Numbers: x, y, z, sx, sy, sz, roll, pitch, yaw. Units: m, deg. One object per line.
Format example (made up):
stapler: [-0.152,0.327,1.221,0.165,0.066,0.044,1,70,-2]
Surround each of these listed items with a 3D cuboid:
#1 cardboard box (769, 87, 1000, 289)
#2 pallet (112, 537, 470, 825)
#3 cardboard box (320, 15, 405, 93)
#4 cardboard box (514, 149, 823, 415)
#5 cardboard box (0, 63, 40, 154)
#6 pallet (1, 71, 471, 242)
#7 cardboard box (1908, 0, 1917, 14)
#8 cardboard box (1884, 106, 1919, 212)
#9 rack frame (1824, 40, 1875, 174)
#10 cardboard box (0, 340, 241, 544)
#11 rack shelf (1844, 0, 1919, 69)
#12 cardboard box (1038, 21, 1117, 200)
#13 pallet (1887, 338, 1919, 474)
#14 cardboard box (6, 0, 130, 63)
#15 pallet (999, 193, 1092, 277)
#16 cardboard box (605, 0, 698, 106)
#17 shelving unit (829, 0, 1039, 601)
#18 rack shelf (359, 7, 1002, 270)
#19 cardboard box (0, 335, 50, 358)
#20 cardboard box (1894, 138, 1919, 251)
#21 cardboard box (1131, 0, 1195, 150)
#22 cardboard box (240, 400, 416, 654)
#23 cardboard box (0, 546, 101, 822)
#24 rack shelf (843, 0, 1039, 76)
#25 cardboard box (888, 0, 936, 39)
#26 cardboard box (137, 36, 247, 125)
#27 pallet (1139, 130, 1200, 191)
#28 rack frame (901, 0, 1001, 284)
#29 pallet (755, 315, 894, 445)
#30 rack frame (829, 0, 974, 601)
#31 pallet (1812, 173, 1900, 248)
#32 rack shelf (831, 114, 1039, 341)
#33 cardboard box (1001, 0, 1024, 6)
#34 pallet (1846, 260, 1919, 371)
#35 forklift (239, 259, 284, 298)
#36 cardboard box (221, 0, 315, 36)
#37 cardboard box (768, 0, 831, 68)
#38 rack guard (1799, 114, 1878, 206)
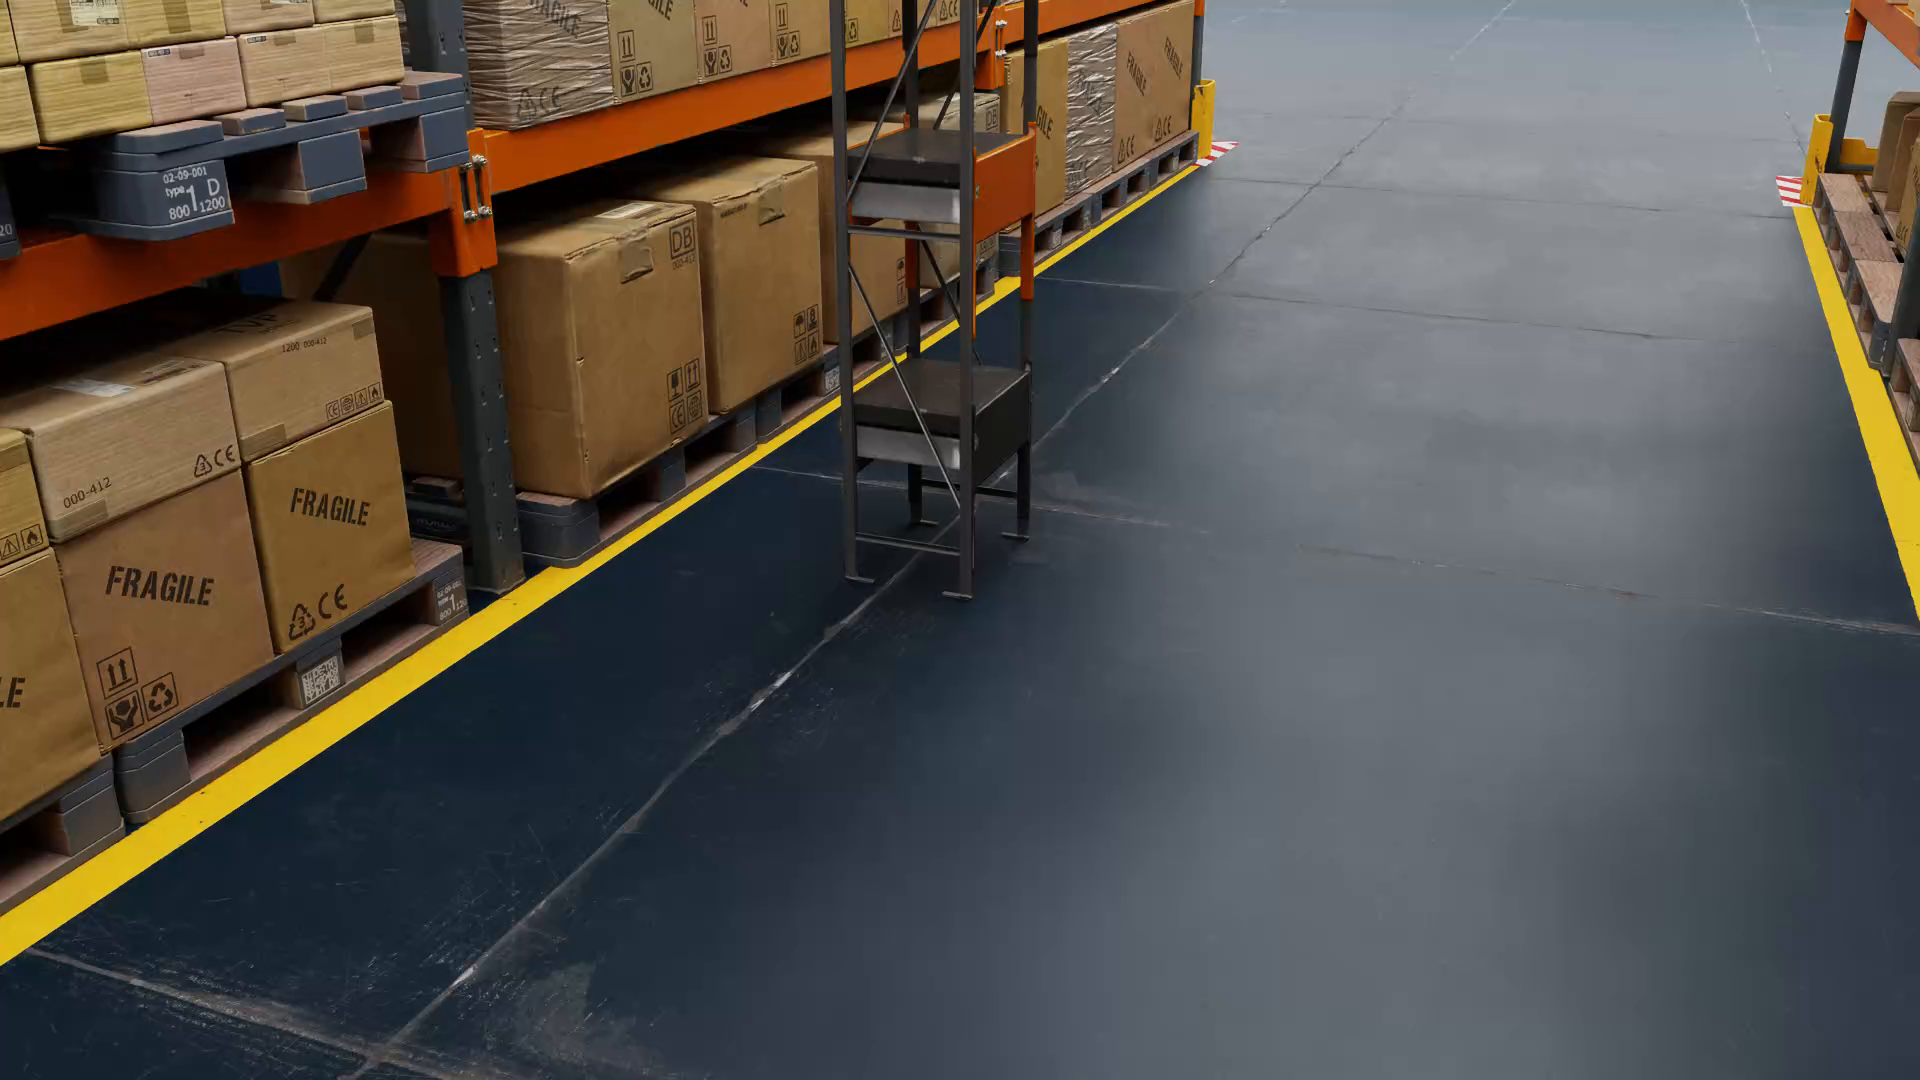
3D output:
cardboard box: [-0.439,-1.660,7.706,1.050,0.750,0.750,9,24,20]
pallet: [-2.069,0.258,4.358,1.003,0.211,1.213,9,24,20]
cardboard box: [-1.534,-1.143,3.876,0.380,0.149,0.250,9,24,21]
cardboard box: [-1.146,-0.982,6.083,1.050,0.750,0.750,9,24,21]
cardboard box: [-1.917,-0.777,3.000,0.380,0.149,0.250,8,24,18]
pallet: [-1.943,-0.949,3.879,1.213,0.211,1.003,9,24,20]
cardboard box: [4.654,-2.531,7.743,0.380,0.149,0.250,9,24,20]
cardboard box: [5.324,-2.025,8.904,0.500,0.500,0.500,16,28,34]
rack frame: [5.762,-3.424,9.556,1.000,3.000,0.127,9,24,20]
cardboard box: [-1.966,-0.230,3.633,0.500,0.250,0.500,9,24,21]
rack shelf: [5.019,-2.377,7.982,1.077,0.370,4.000,9,24,20]
cardboard box: [0.338,-2.491,9.533,0.875,0.875,0.875,9,24,20]
pallet: [3.988,-0.427,5.999,1.003,0.211,1.213,9,24,20]
cardboard box: [-1.825,-1.001,3.150,0.380,0.149,0.250,9,24,20]
pallet: [0.063,-1.713,9.078,1.003,0.211,1.213,9,24,20]
cardboard box: [-1.174,-1.658,5.199,0.500,0.500,0.500,9,24,20]
shelving unit: [-0.061,-0.910,4.703,0.431,2.100,0.503,9,24,20]
rack shelf: [-1.035,-1.692,6.341,1.077,0.370,4.000,9,24,20]
cardboard box: [-2.447,-0.301,3.803,0.500,0.250,0.500,8,24,19]
cardboard box: [4.825,-1.610,7.911,0.500,0.500,0.500,7,24,15]
cardboard box: [1.004,-3.132,11.068,0.875,0.875,0.875,9,24,20]
cardboard box: [-1.779,-0.075,4.237,0.500,0.500,0.500,9,24,20]
cardboard box: [-2.157,0.302,3.334,0.500,0.500,0.500,8,24,18]
rack shelf: [-0.062,-1.543,4.439,0.431,0.518,0.480,9,24,20]
cardboard box: [-0.425,-2.380,6.925,0.500,0.500,0.500,9,24,19]
cardboard box: [-1.723,-0.963,3.444,0.380,0.149,0.250,9,24,21]
pallet: [0.970,-2.587,11.169,1.003,0.211,1.213,9,24,20]
rack frame: [-0.292,-2.739,7.916,1.000,3.000,0.127,9,24,20]
pallet: [-0.960,-0.728,6.718,1.003,0.211,1.213,9,24,20]
rack frame: [-0.152,-0.822,4.494,0.400,2.100,0.015,9,24,20]
pallet: [5.399,-1.825,9.345,1.003,0.211,1.213,9,24,20]
rack shelf: [-0.061,-0.897,4.709,0.431,0.518,0.480,9,24,20]
cardboard box: [-0.166,-2.942,8.207,0.875,0.550,0.550,9,24,20]
pallet: [4.492,-0.952,7.254,1.003,0.211,1.213,9,24,20]
forklift: [-2.787,-2.494,7.418,1.130,2.935,3.031,8,24,18]
cardboard box: [-1.636,-1.185,3.591,0.380,0.149,0.250,10,25,22]
cardboard box: [-0.799,-2.017,6.057,0.500,0.500,0.500,9,24,19]
rack guard: [5.733,-2.244,9.973,1.175,0.500,0.348,9,24,20]
